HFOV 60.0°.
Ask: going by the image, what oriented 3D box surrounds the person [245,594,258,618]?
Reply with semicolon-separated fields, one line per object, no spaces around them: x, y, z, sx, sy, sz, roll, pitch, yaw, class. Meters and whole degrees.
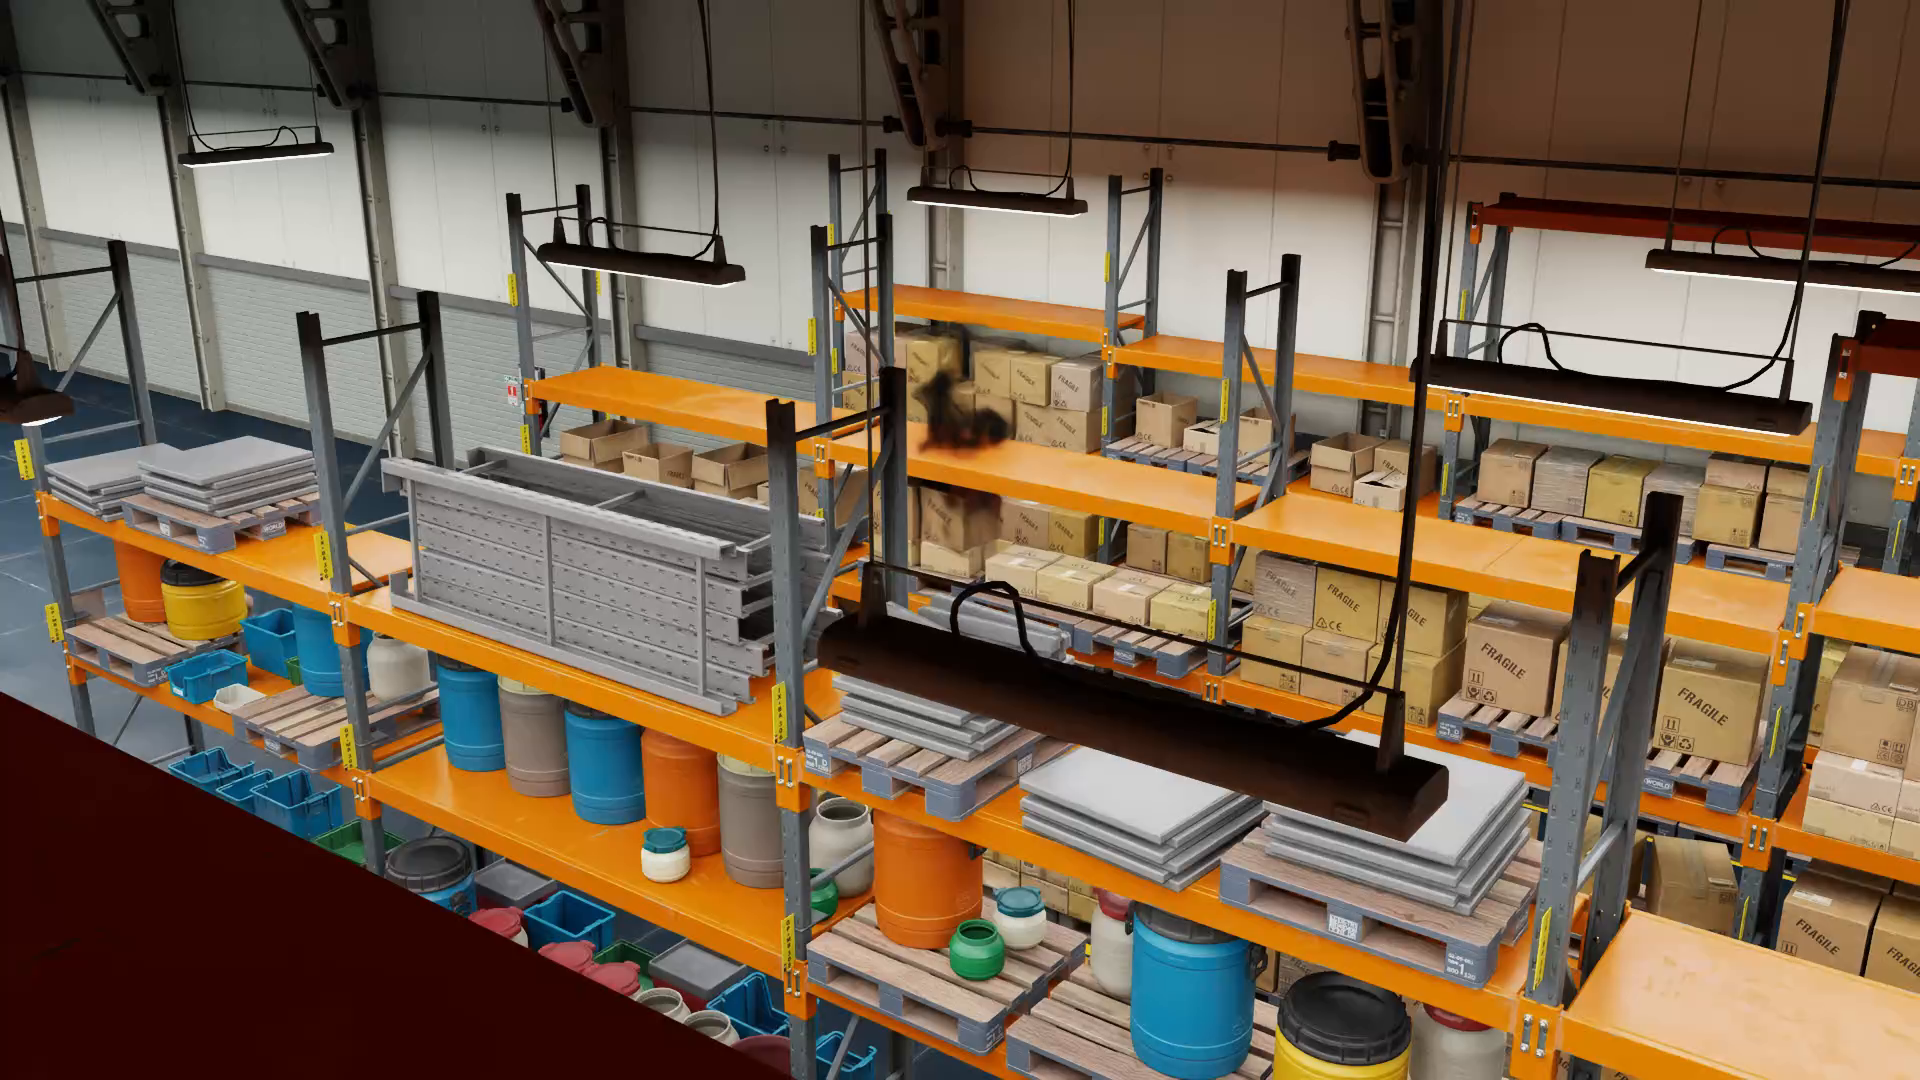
-7.696;1.422;18.163;0.700;1.740;0.734;-8;20;-22;person
